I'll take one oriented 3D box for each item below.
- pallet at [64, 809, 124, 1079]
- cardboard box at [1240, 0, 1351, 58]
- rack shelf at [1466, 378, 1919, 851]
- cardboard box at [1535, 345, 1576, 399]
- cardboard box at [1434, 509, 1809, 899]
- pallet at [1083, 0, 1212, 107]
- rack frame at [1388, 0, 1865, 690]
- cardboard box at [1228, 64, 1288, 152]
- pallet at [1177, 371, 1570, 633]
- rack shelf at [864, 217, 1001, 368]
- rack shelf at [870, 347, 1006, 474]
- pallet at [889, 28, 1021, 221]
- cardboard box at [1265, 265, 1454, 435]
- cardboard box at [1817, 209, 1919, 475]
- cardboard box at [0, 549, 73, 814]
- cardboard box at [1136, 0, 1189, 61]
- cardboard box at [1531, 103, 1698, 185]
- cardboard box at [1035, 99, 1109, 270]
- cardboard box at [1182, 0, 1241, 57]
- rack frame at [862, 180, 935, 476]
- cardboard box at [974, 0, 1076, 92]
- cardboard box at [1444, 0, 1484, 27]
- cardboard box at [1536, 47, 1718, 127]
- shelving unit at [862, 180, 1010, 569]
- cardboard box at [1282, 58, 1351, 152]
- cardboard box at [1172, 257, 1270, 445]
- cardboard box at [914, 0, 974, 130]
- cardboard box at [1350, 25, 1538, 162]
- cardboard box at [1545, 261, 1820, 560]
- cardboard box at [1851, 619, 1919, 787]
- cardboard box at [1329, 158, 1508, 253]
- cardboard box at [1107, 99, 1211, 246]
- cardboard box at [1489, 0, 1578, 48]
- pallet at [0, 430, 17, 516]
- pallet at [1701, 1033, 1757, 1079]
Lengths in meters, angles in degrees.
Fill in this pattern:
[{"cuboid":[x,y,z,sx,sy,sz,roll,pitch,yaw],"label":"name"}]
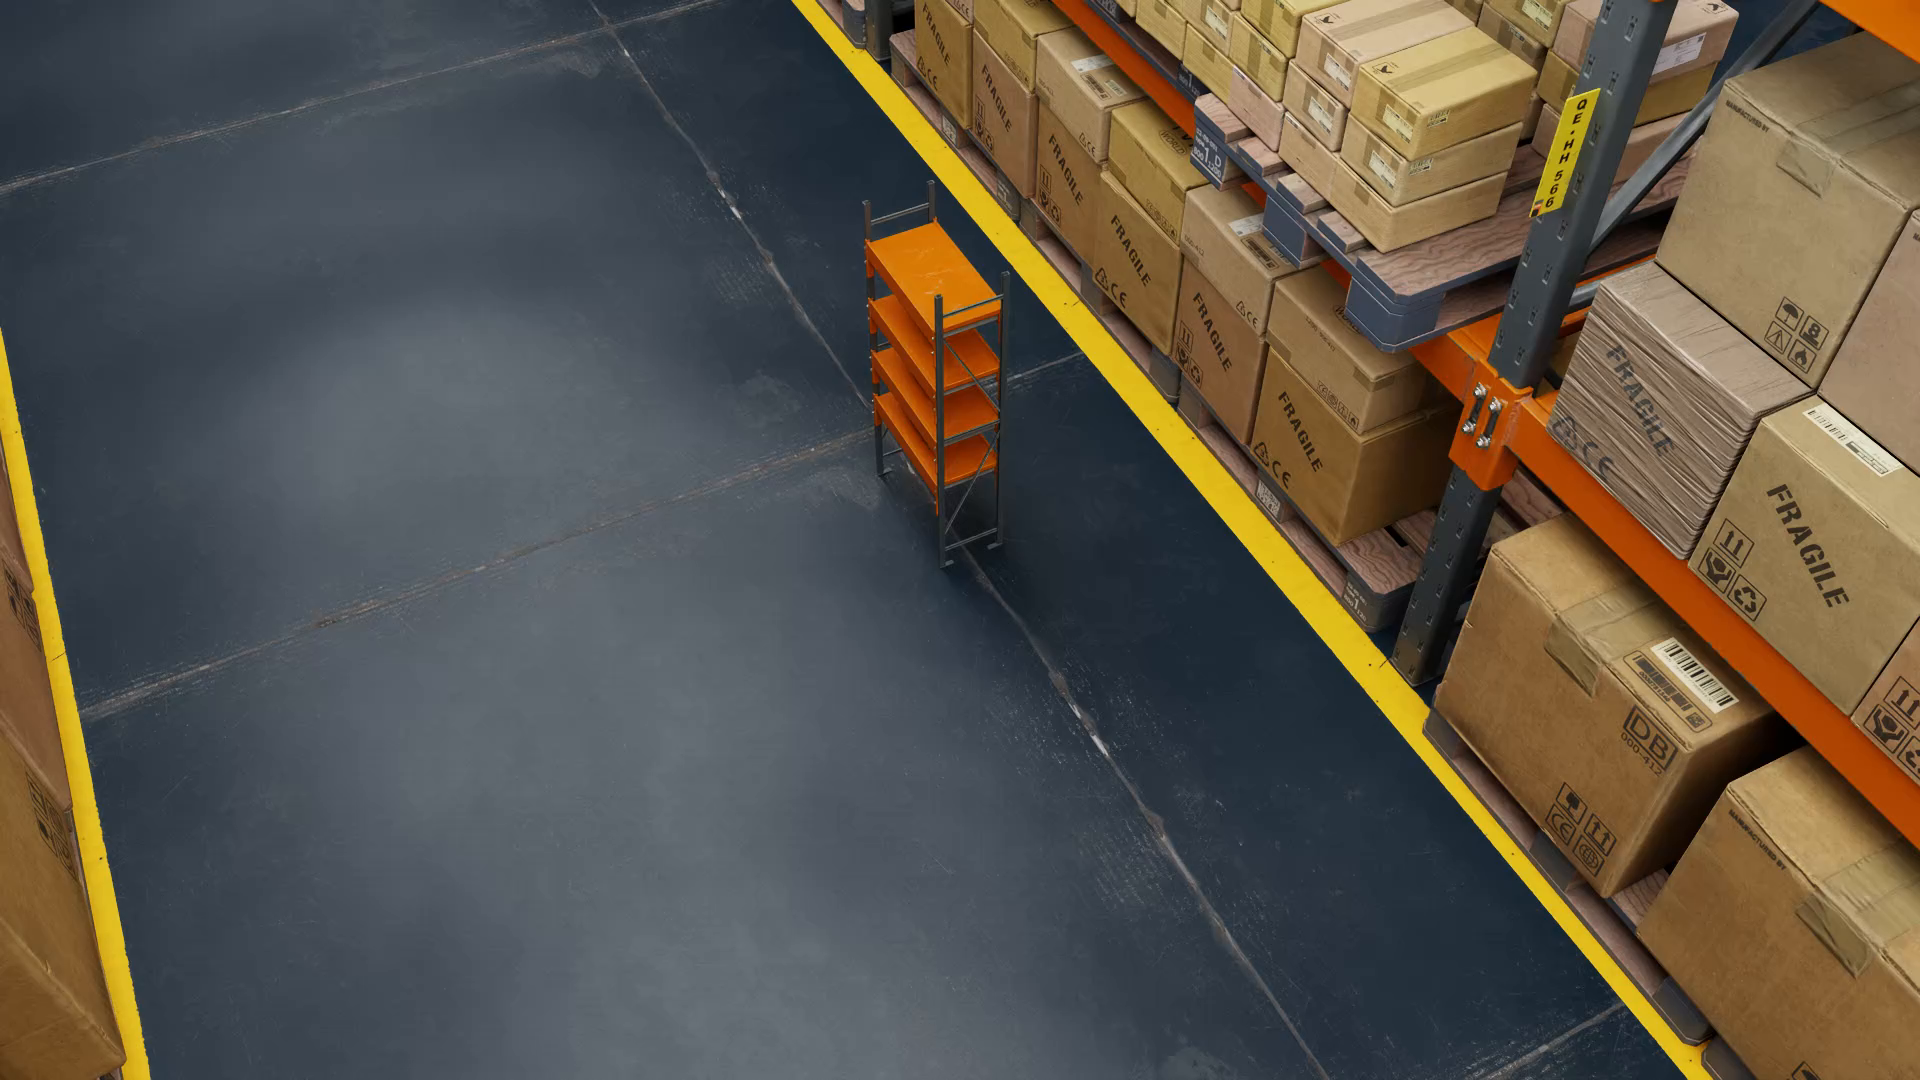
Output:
[{"cuboid":[-2.885,1.283,4.487,1.003,0.211,1.213,-21,52,-18],"label":"pallet"},{"cuboid":[1.001,-1.487,4.551,0.380,0.149,0.250,-20,52,-16],"label":"cardboard box"},{"cuboid":[2.781,0.854,3.489,1.077,0.370,4.000,-21,52,-18],"label":"rack shelf"},{"cuboid":[1.768,-0.598,5.662,0.500,0.500,0.500,-23,53,-19],"label":"cardboard box"},{"cuboid":[2.064,0.319,4.694,1.050,0.750,0.750,-22,52,-18],"label":"cardboard box"},{"cuboid":[0.923,-1.969,5.607,1.003,0.211,1.213,-21,52,-18],"label":"pallet"},{"cuboid":[1.865,-0.722,4.389,1.000,3.000,0.127,-21,52,-18],"label":"rack frame"},{"cuboid":[1.001,-1.288,4.772,0.380,0.149,0.250,-20,52,-17],"label":"cardboard box"},{"cuboid":[1.509,-0.327,5.896,1.003,0.211,1.213,-21,52,-18],"label":"pallet"},{"cuboid":[-0.076,-0.764,5.099,0.258,0.148,0.480,-21,52,-18],"label":"rack shelf"},{"cuboid":[-0.076,-0.462,5.446,0.258,0.148,0.480,-21,52,-18],"label":"rack shelf"},{"cuboid":[0.393,-1.960,7.324,1.003,0.211,1.213,-21,52,-18],"label":"pallet"},{"cuboid":[1.319,-0.651,5.210,0.500,0.250,0.500,-22,52,-18],"label":"cardboard box"},{"cuboid":[2.295,-0.442,3.413,0.700,0.500,0.500,-22,52,-18],"label":"cardboard box"},{"cuboid":[-3.289,0.412,4.529,1.225,0.875,0.875,-21,52,-17],"label":"cardboard box"},{"cuboid":[0.766,-1.636,5.076,0.380,0.149,0.250,-23,53,-19],"label":"cardboard box"},{"cuboid":[1.840,-1.146,4.648,0.380,0.149,0.250,-22,52,-18],"label":"cardboard box"},{"cuboid":[0.633,-1.429,6.389,0.500,0.500,0.500,-20,52,-17],"label":"cardboard box"},{"cuboid":[0.874,-1.570,4.821,0.380,0.149,0.250,-21,52,-17],"label":"cardboard box"},{"cuboid":[-0.187,-0.669,5.538,0.240,1.200,0.015,-21,52,-18],"label":"rack frame"},{"cuboid":[0.384,-2.020,6.407,0.500,0.250,0.500,-20,52,-17],"label":"cardboard box"},{"cuboid":[1.572,-1.626,4.870,0.380,0.149,0.250,-23,53,-19],"label":"cardboard box"},{"cuboid":[1.823,-1.268,4.556,0.380,0.149,0.250,-19,52,-16],"label":"cardboard box"},{"cuboid":[-0.076,-0.506,5.395,0.258,1.200,0.503,-21,52,-18],"label":"shelving unit"},{"cuboid":[1.111,-1.227,4.521,0.380,0.149,0.250,-19,52,-16],"label":"cardboard box"},{"cuboid":[1.098,-0.736,5.783,0.500,0.500,0.500,-19,52,-16],"label":"cardboard box"},{"cuboid":[0.137,-2.128,7.000,0.500,0.500,0.500,-19,52,-16],"label":"cardboard box"},{"cuboid":[1.233,-1.143,4.250,0.380,0.149,0.250,-23,53,-19],"label":"cardboard box"},{"cuboid":[1.831,-0.361,4.007,0.500,0.500,0.500,-21,52,-17],"label":"cardboard box"},{"cuboid":[2.296,0.316,3.415,0.500,0.500,0.500,-21,52,-18],"label":"cardboard box"},{"cuboid":[1.231,-0.949,4.475,0.380,0.149,0.250,-20,52,-17],"label":"cardboard box"},{"cuboid":[0.860,-1.331,5.805,0.500,0.250,0.500,-20,52,-17],"label":"cardboard box"},{"cuboid":[1.701,-1.528,4.586,0.380,0.149,0.250,-22,53,-18],"label":"cardboard box"},{"cuboid":[-4.001,-0.350,5.916,1.003,0.211,1.213,-21,52,-18],"label":"pallet"},{"cuboid":[2.713,1.565,4.241,1.003,0.211,1.213,-21,52,-18],"label":"pallet"}]
